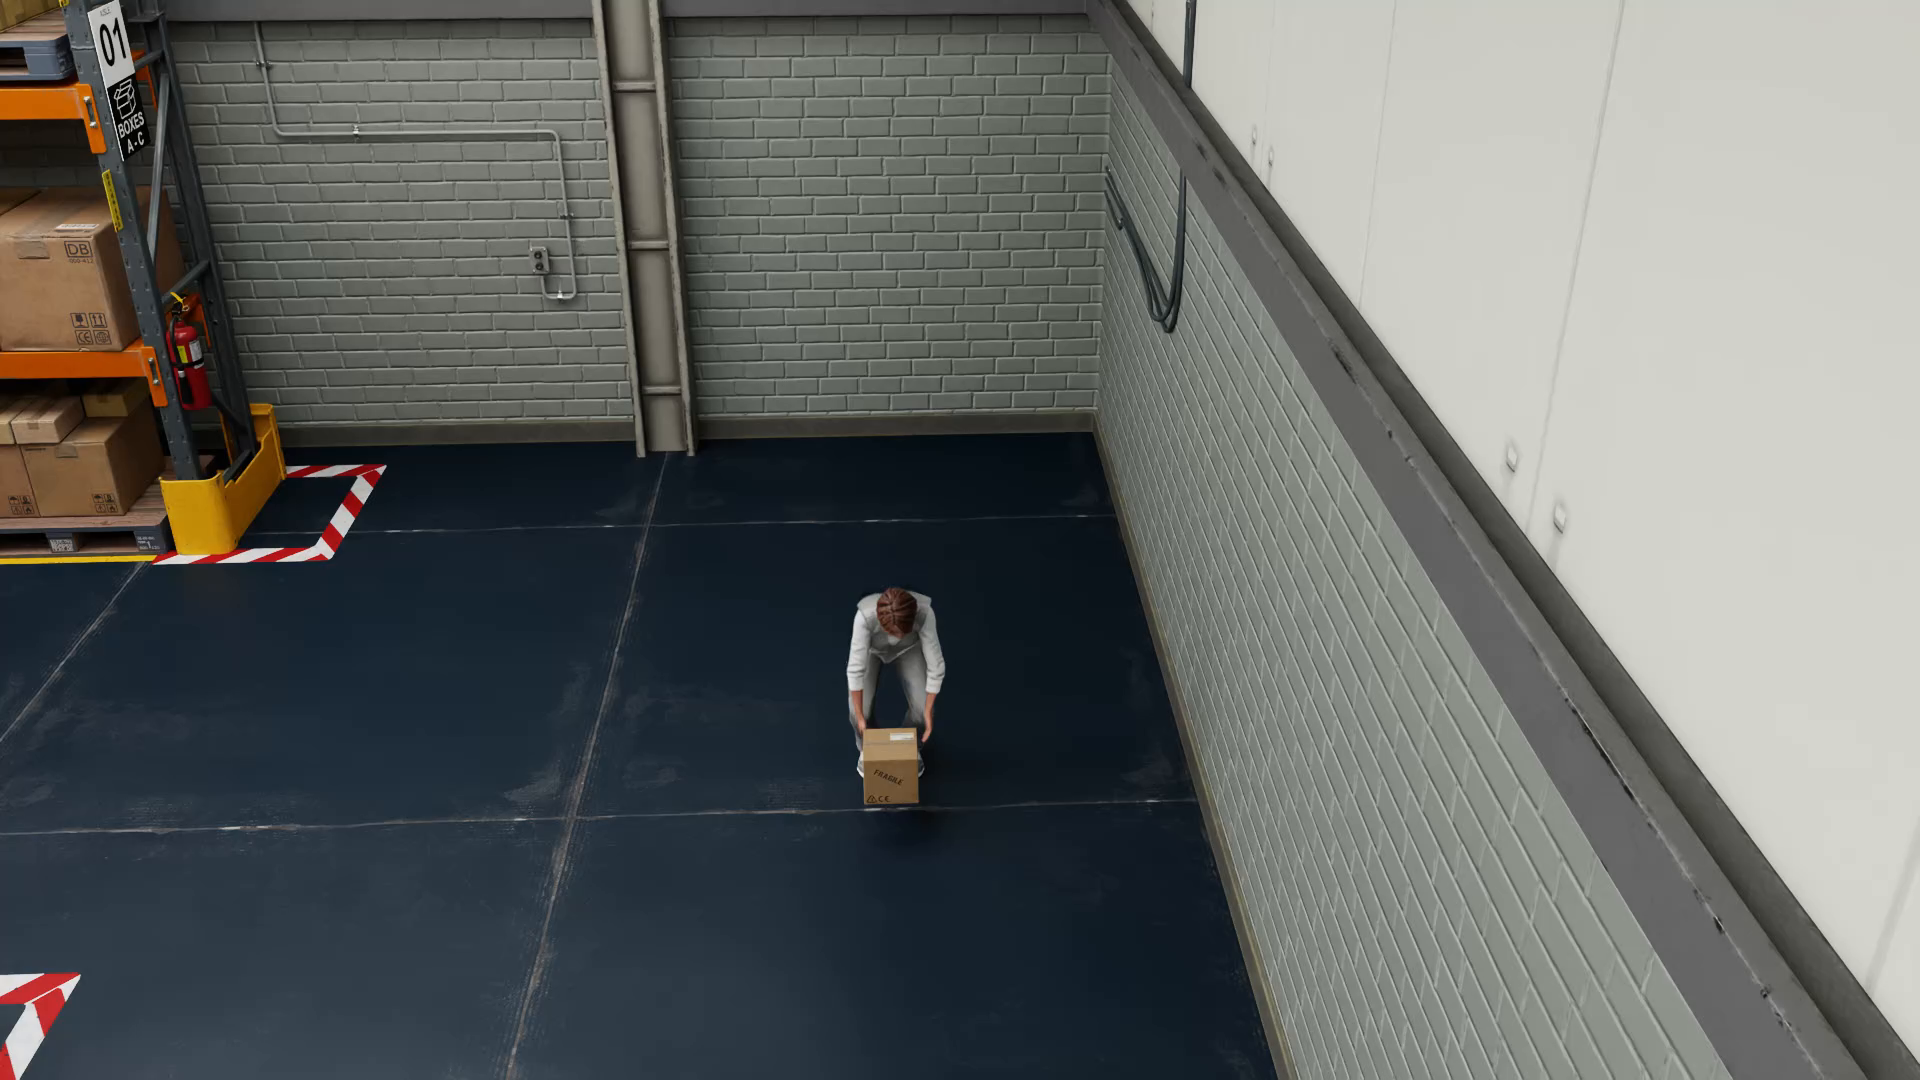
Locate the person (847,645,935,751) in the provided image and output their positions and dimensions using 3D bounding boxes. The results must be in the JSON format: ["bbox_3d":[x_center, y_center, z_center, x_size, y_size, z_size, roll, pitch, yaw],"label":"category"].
[{"bbox_3d":[-0.335,0.744,8.076,0.416,0.664,0.484,-1,28,-3],"label":"person"}]
